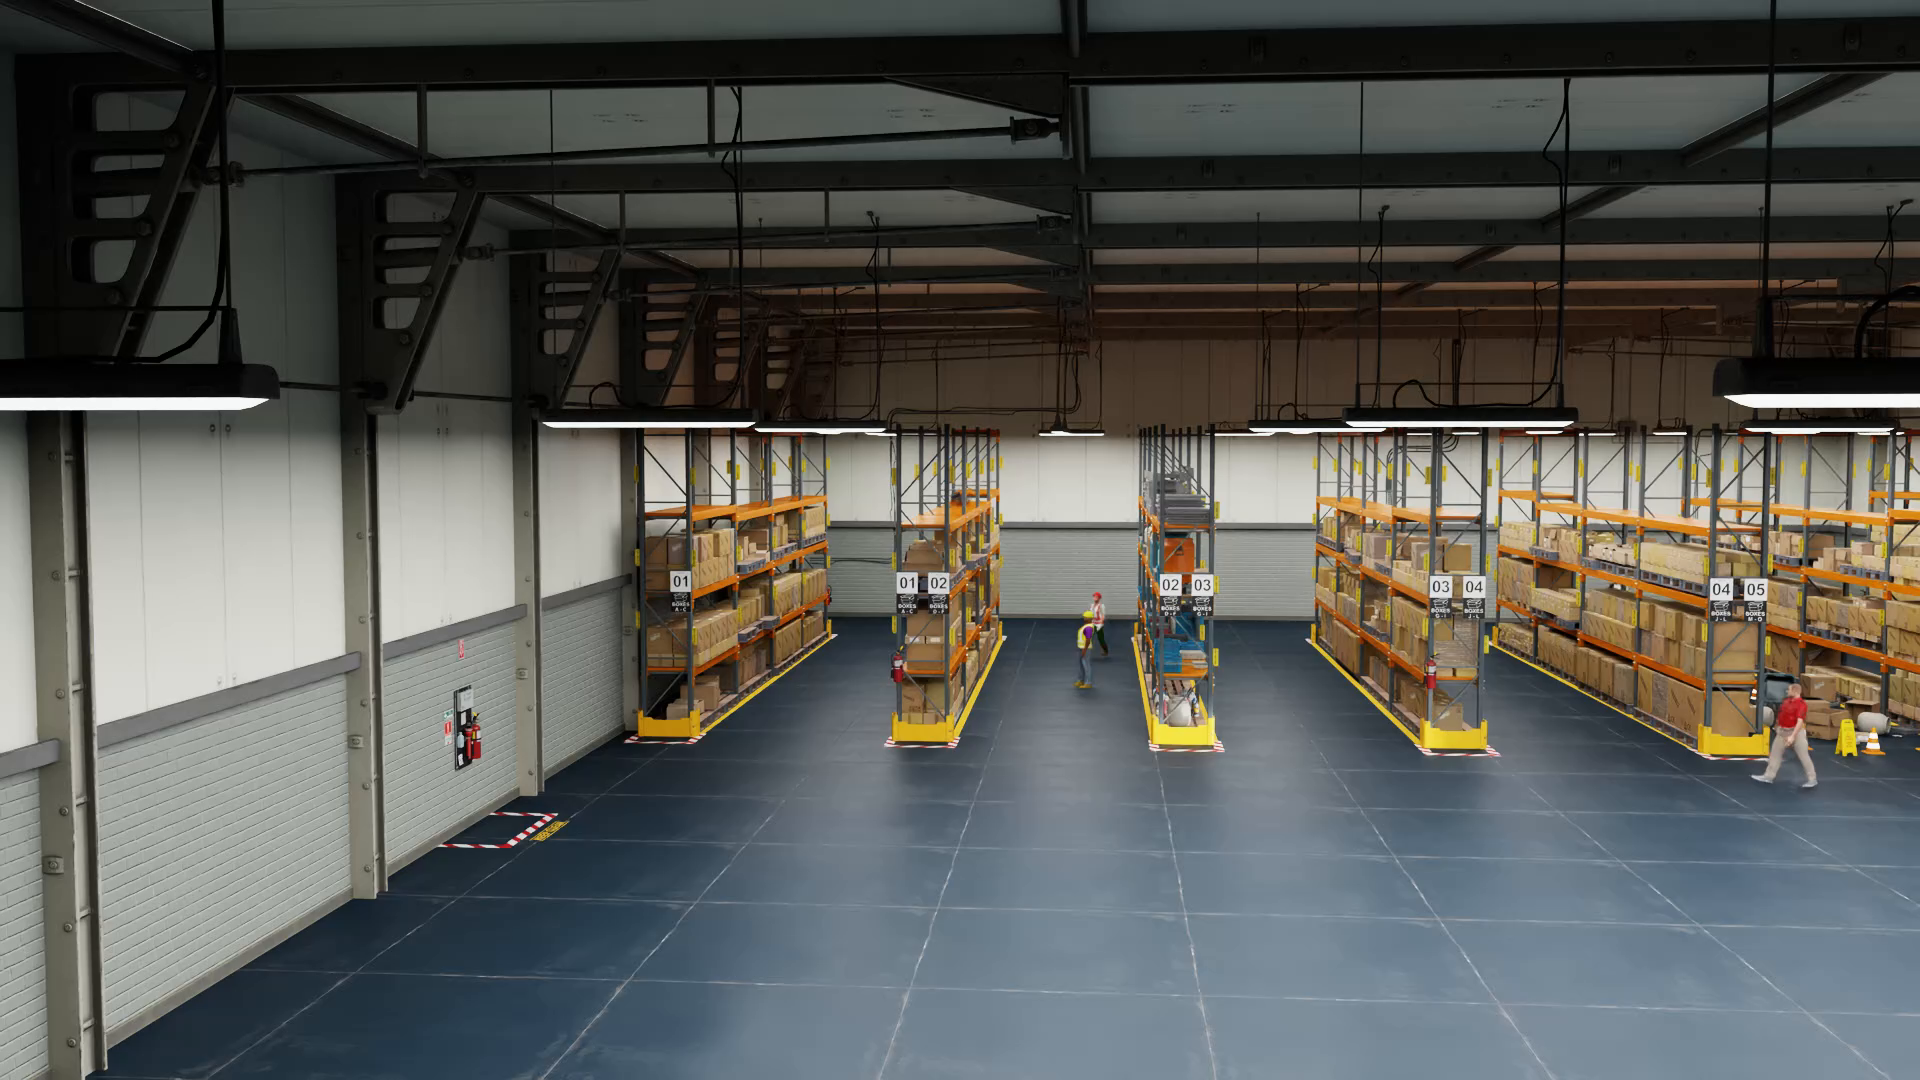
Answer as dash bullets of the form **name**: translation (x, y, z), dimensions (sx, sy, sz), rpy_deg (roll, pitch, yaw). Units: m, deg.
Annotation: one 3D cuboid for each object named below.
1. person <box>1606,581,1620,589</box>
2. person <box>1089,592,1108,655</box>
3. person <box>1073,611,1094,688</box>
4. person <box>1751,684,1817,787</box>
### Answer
- **person**: translation (19.091, 1.939, 48.711), dimensions (0.566, 1.706, 0.498), rpy_deg (-1, 4, -18)
- **person**: translation (3.515, 2.233, 43.224), dimensions (0.596, 1.734, 1.105), rpy_deg (2, 4, 31)
- **person**: translation (2.867, 2.508, 38.316), dimensions (0.488, 1.753, 0.640), rpy_deg (-1, 4, -15)
- **person**: translation (13.635, 3.197, 27.410), dimensions (0.833, 1.688, 0.673), rpy_deg (-1, 4, -17)
